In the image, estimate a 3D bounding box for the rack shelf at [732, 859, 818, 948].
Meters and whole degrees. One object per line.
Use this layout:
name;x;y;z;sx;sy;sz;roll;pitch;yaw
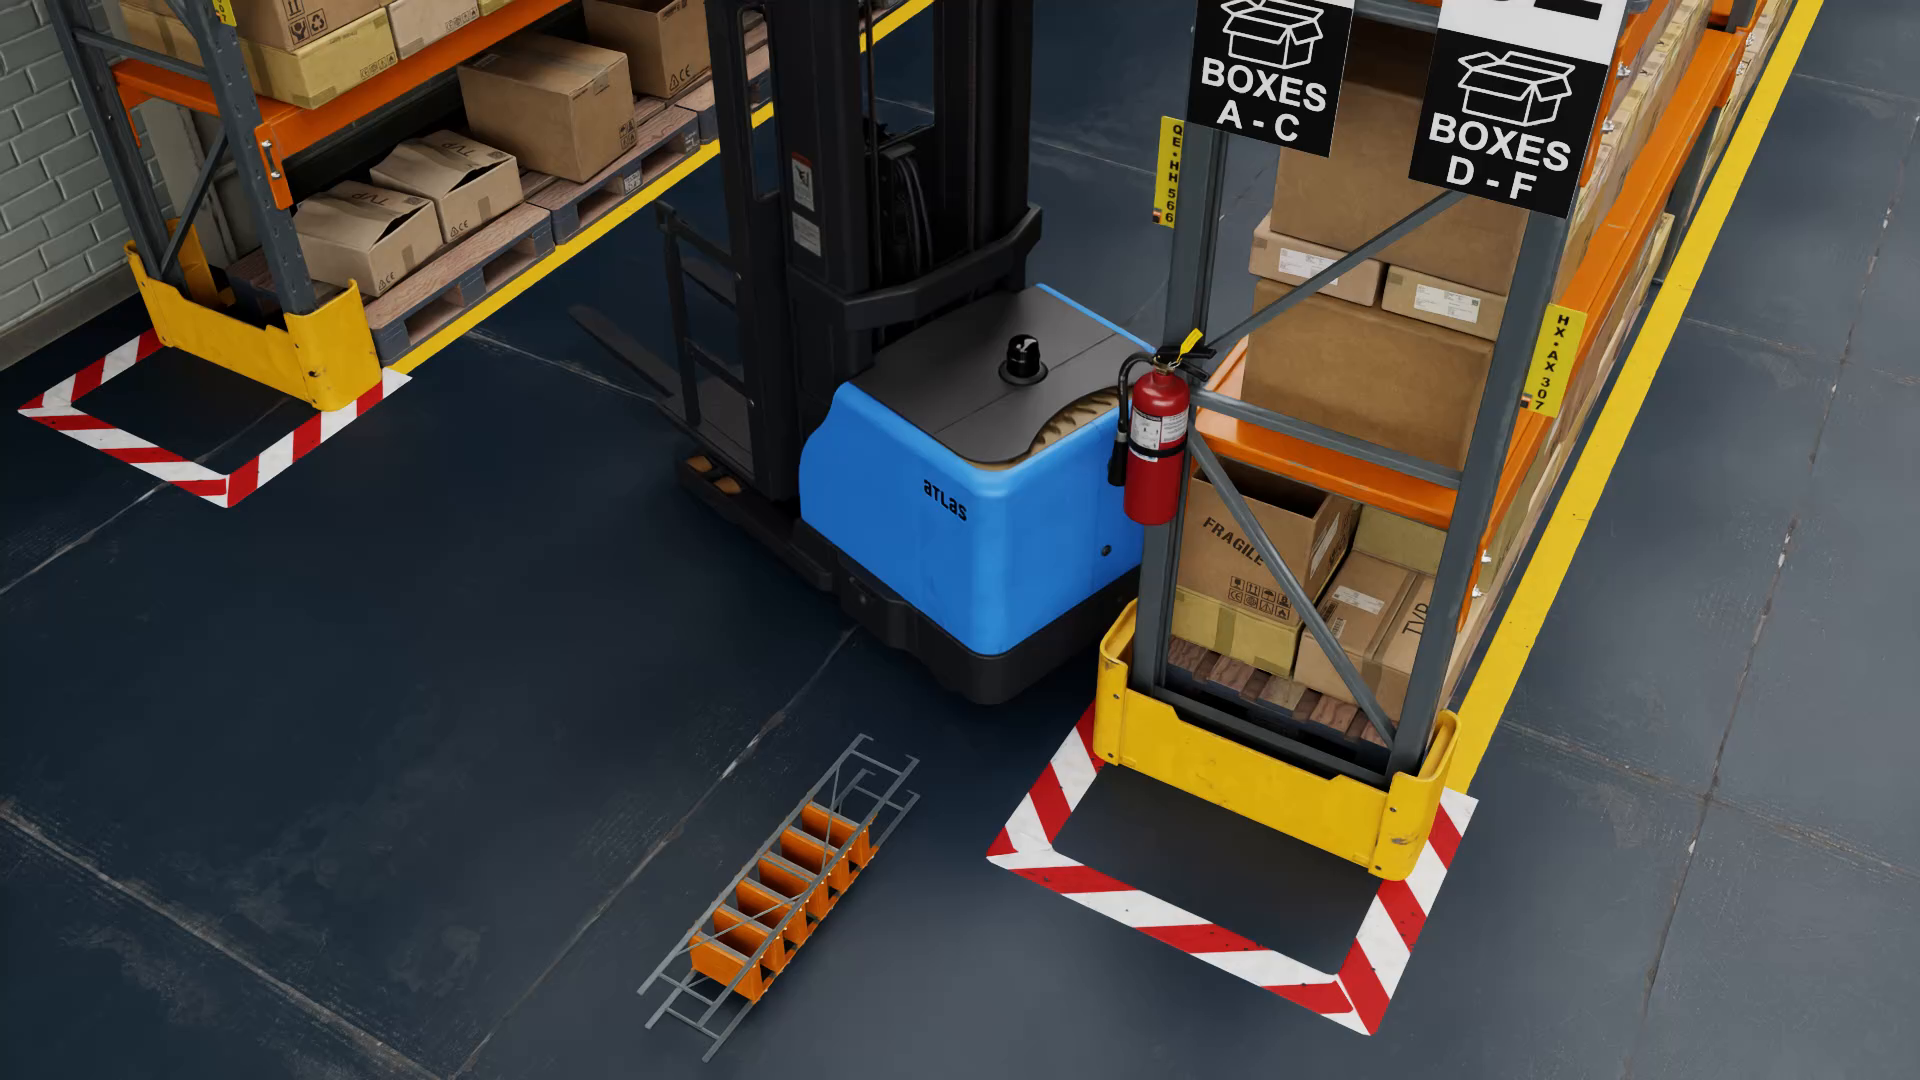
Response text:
rack shelf;-0.588;1.156;5.291;0.258;0.180;0.103;22;46;23

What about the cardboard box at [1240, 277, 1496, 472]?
cardboard box;1.295;-0.592;5.077;0.700;0.500;0.500;21;45;22

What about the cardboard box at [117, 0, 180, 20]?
cardboard box;-3.189;-2.501;6.851;0.500;0.500;0.500;20;45;22

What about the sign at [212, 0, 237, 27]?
sign;-2.771;-2.074;6.180;0.100;0.325;0.005;21;45;22

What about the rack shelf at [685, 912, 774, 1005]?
rack shelf;-0.712;1.292;5.137;0.258;0.180;0.103;22;46;23

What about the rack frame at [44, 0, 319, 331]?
rack frame;-3.241;-1.928;6.670;1.000;3.000;0.127;21;45;22

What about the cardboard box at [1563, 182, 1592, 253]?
cardboard box;1.689;-1.021;5.073;0.380;0.149;0.250;21;46;22

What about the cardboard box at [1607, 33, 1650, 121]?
cardboard box;1.831;-1.701;5.355;0.700;0.500;0.500;21;46;22

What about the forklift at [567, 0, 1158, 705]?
forklift;-0.535;-1.397;6.119;1.130;2.935;3.031;-31;50;-30

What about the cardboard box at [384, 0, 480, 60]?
cardboard box;-2.474;-2.355;7.253;0.500;0.250;0.500;20;45;21

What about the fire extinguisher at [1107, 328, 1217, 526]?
fire extinguisher;0.589;-0.349;4.935;0.296;0.674;0.183;21;45;22

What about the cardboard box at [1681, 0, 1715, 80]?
cardboard box;2.835;-2.362;7.087;0.700;0.500;0.500;20;45;21

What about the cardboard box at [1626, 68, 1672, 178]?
cardboard box;2.322;-1.773;6.418;0.700;0.500;0.500;22;46;23

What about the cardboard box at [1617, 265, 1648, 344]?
cardboard box;2.750;-1.086;7.476;0.500;0.250;0.500;21;45;22

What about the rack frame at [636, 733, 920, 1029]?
rack frame;-0.549;1.044;5.279;0.240;0.006;1.200;22;46;23

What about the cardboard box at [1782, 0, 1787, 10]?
cardboard box;4.495;-3.237;9.495;0.500;0.311;0.500;21;45;22

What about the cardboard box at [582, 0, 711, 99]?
cardboard box;-1.724;-2.837;9.260;0.500;0.500;0.500;18;44;19

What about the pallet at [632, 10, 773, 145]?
pallet;-1.544;-2.774;9.741;1.003;0.211;1.213;21;45;22

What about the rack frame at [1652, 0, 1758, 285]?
rack frame;3.052;-2.581;7.411;1.000;3.000;0.127;21;45;22

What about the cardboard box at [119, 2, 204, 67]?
cardboard box;-3.175;-2.211;7.089;0.500;0.250;0.500;22;46;23

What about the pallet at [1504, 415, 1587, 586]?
pallet;2.008;-0.392;7.036;1.003;0.211;1.213;21;45;22

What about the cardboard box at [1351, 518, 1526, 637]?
cardboard box;1.758;0.062;6.173;0.500;0.250;0.500;21;45;22

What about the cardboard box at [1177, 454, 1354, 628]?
cardboard box;1.061;-0.104;5.794;0.500;0.500;0.500;21;45;22

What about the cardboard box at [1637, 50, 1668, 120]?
cardboard box;2.203;-1.606;5.737;0.380;0.149;0.250;21;46;22

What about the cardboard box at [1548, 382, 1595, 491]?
cardboard box;2.263;-0.509;6.821;0.500;0.250;0.500;21;45;22

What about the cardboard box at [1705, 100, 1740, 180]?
cardboard box;3.725;-2.147;8.682;0.500;0.250;0.500;22;46;23

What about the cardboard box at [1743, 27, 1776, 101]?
cardboard box;4.237;-2.735;9.349;0.500;0.250;0.500;22;46;23

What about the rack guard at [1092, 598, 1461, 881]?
rack guard;1.038;0.660;5.622;1.175;0.500;0.348;21;45;22

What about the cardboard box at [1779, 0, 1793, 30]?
cardboard box;4.746;-3.317;10.010;0.500;0.250;0.500;20;45;22

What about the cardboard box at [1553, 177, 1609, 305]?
cardboard box;1.807;-1.177;5.741;0.700;0.500;0.500;21;46;22

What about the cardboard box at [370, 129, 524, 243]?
cardboard box;-2.531;-1.777;8.199;0.500;0.311;0.500;25;47;25

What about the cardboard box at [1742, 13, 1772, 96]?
cardboard box;3.987;-2.652;8.831;0.500;0.311;0.500;19;45;21

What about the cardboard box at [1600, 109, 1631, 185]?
cardboard box;1.948;-1.318;5.410;0.380;0.149;0.250;19;45;21

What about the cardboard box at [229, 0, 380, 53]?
cardboard box;-2.741;-2.335;6.662;0.500;0.500;0.500;21;46;22

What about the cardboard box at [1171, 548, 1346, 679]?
cardboard box;1.063;0.178;6.041;0.500;0.250;0.500;21;45;22

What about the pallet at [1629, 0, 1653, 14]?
pallet;1.426;-1.781;4.299;1.003;0.211;1.213;21;45;22

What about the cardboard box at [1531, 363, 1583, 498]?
cardboard box;1.999;-0.509;6.254;0.500;0.500;0.500;21;45;22

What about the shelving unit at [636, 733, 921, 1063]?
shelving unit;-0.549;1.113;5.340;0.258;0.189;1.200;22;46;23

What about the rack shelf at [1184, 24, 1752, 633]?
rack shelf;2.051;-1.166;6.349;1.077;0.370;4.000;21;45;22

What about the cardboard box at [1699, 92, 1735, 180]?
cardboard box;3.474;-2.071;8.171;0.500;0.311;0.500;21;46;22

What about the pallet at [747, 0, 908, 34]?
pallet;-0.851;-3.616;10.697;1.003;0.211;1.213;21;45;22

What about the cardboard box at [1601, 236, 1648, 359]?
cardboard box;2.502;-1.081;6.903;0.500;0.500;0.500;21;45;22

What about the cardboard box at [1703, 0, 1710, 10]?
cardboard box;2.716;-2.193;6.404;0.380;0.149;0.250;21;45;22

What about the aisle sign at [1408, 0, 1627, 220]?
aisle sign;1.282;-1.129;3.795;0.394;0.787;0.004;21;45;22

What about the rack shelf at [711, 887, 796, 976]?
rack shelf;-0.650;1.224;5.214;0.258;0.180;0.103;22;46;23

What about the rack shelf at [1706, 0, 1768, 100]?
rack shelf;4.053;-3.455;8.948;1.077;0.370;4.000;21;45;22

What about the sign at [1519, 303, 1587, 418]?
sign;1.528;-0.460;4.287;0.100;0.325;0.005;21;45;22

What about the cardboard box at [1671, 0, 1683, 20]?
cardboard box;2.332;-2.273;6.005;0.700;0.500;0.500;21;45;22

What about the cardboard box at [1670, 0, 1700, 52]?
cardboard box;2.464;-1.909;6.082;0.380;0.149;0.250;22;46;23
